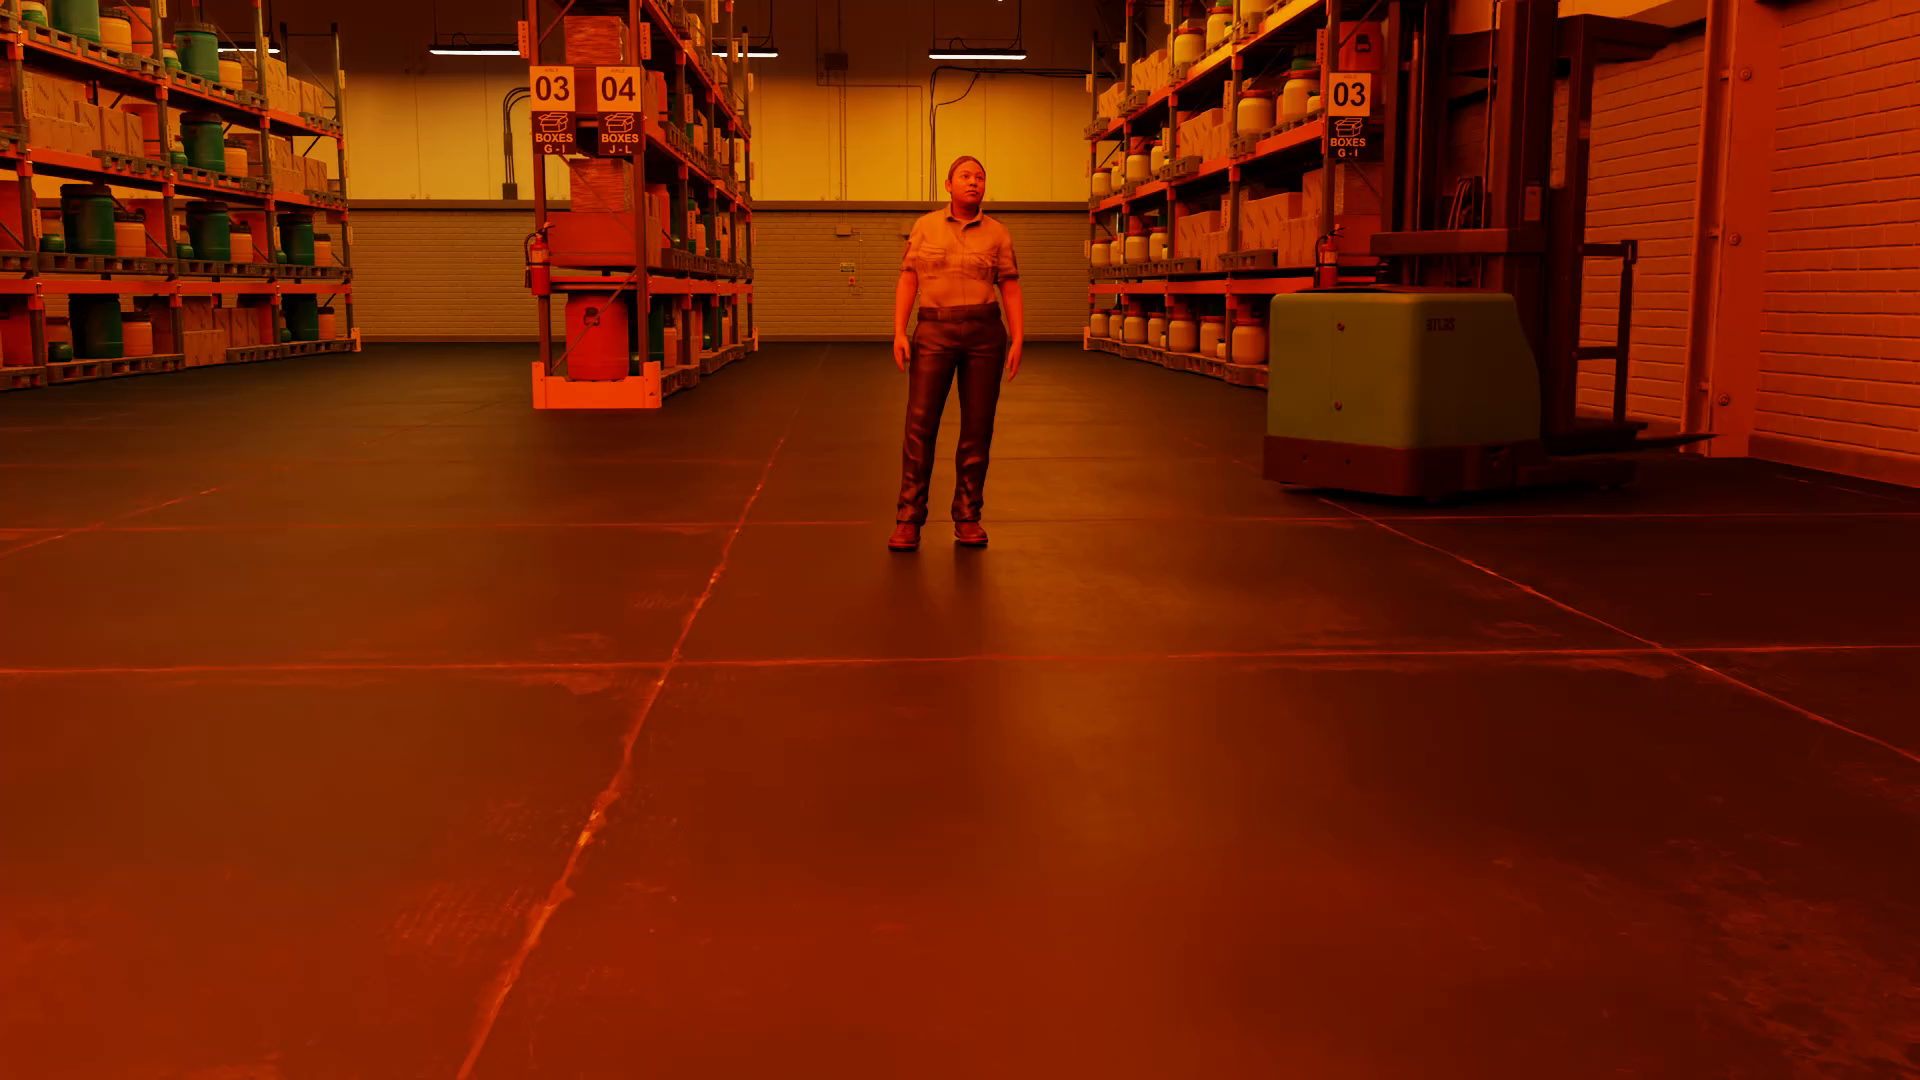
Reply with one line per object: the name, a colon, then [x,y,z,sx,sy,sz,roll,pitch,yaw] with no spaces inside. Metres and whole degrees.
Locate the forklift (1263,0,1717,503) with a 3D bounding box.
forklift: [3.154,-1.779,9.310,3.031,2.935,1.130,-6,10,-34]

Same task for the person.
person: [-0.017,-0.808,7.098,0.598,1.651,0.502,-1,8,-4]
